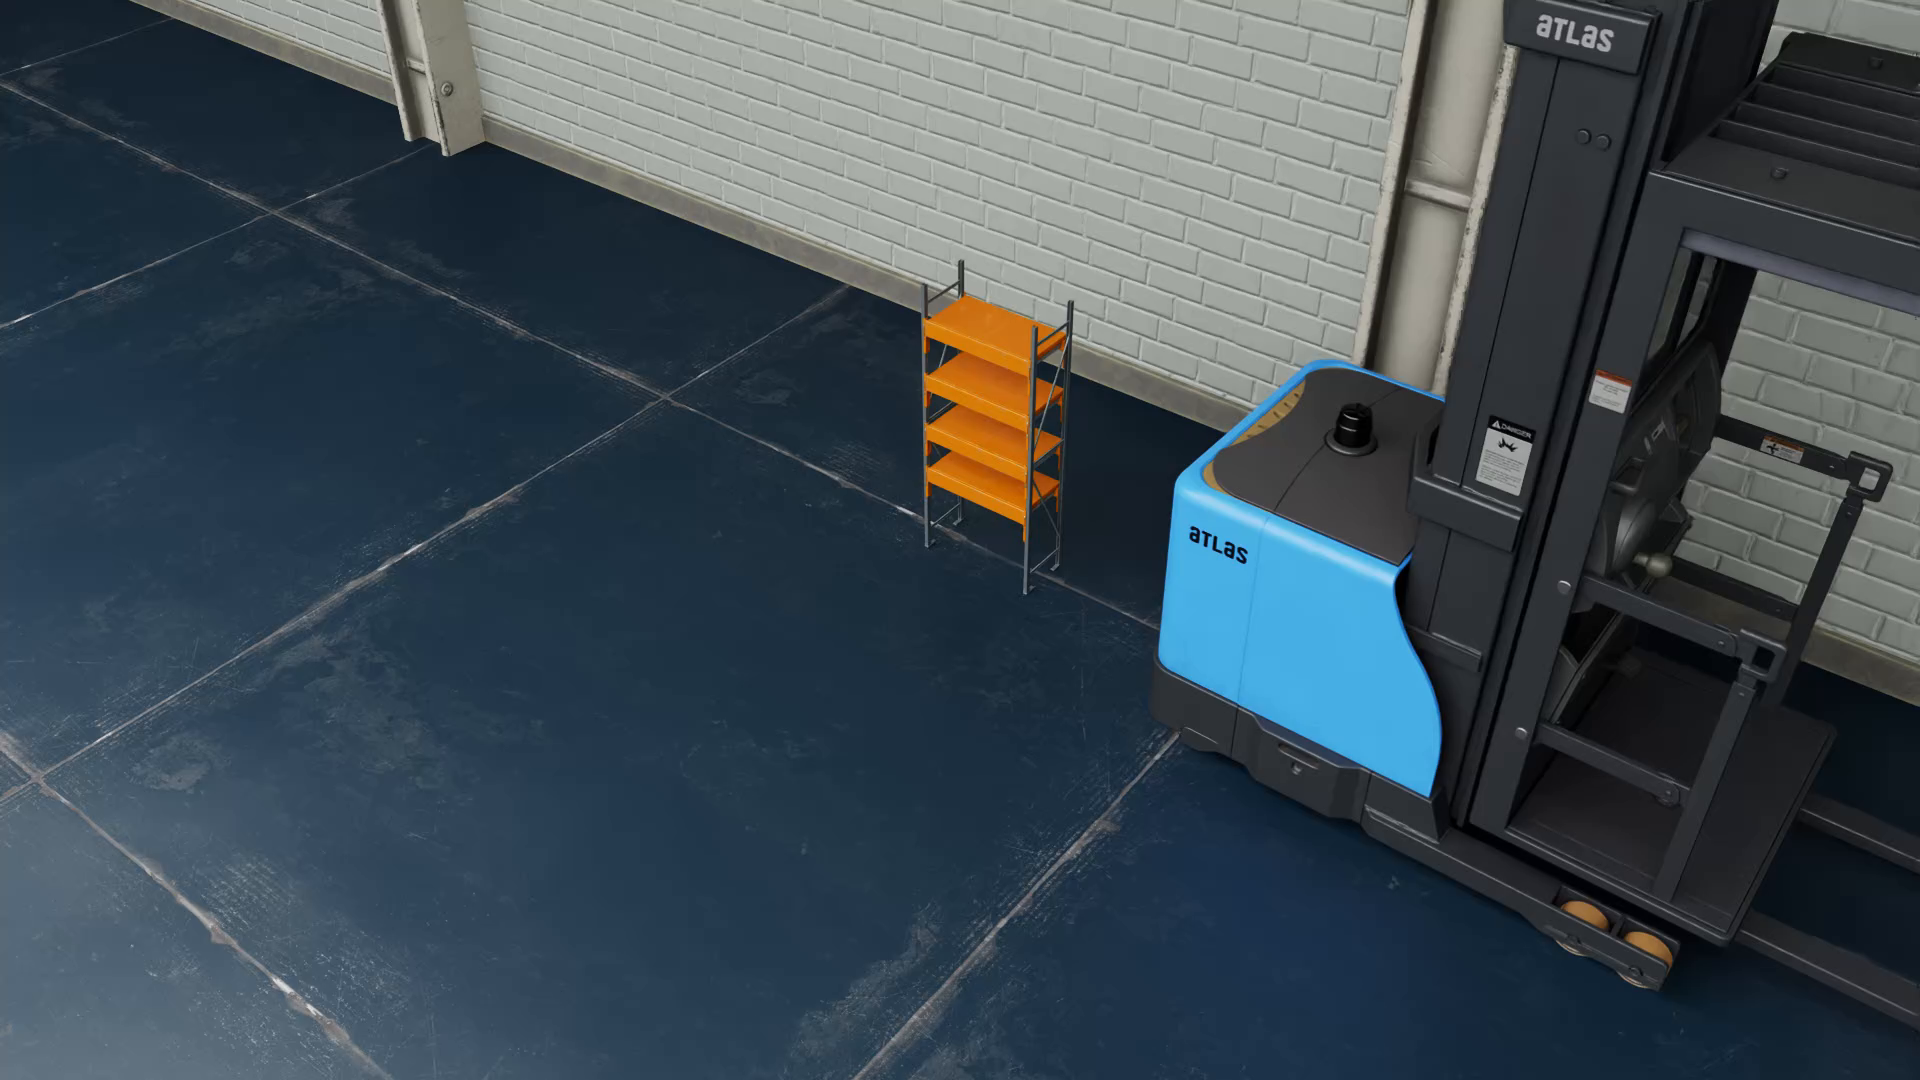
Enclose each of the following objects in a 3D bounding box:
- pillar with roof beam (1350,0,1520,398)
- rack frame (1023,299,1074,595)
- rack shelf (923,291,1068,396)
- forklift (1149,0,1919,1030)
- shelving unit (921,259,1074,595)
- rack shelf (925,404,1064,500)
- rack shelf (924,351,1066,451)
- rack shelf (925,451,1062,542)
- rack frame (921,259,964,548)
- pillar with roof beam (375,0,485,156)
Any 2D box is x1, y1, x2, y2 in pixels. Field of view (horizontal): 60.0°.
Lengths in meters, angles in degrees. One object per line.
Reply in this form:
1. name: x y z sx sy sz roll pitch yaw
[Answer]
1. pillar with roof beam: -0.858 -1.542 1.420 0.400 9.000 9.100 25 45 29
2. rack frame: 0.325 -0.319 6.184 0.015 1.200 0.240 25 45 29
3. rack shelf: 0.131 -0.720 6.059 0.480 0.148 0.258 25 45 29
4. forklift: 2.141 -0.177 4.599 3.031 2.935 1.130 26 45 29
5. shelving unit: 0.131 -0.410 6.301 0.503 1.200 0.258 25 45 29
6. rack shelf: 0.131 -0.357 6.342 0.480 0.148 0.258 25 45 29
7. rack shelf: 0.131 -0.534 6.205 0.480 0.148 0.258 25 45 29
8. rack shelf: 0.131 -0.201 6.465 0.480 0.148 0.258 25 45 29
9. rack frame: -0.062 -0.502 6.418 0.015 1.200 0.240 25 45 29
10. pillar with roof beam: -5.624 -3.789 4.290 0.400 9.000 9.100 25 45 29
